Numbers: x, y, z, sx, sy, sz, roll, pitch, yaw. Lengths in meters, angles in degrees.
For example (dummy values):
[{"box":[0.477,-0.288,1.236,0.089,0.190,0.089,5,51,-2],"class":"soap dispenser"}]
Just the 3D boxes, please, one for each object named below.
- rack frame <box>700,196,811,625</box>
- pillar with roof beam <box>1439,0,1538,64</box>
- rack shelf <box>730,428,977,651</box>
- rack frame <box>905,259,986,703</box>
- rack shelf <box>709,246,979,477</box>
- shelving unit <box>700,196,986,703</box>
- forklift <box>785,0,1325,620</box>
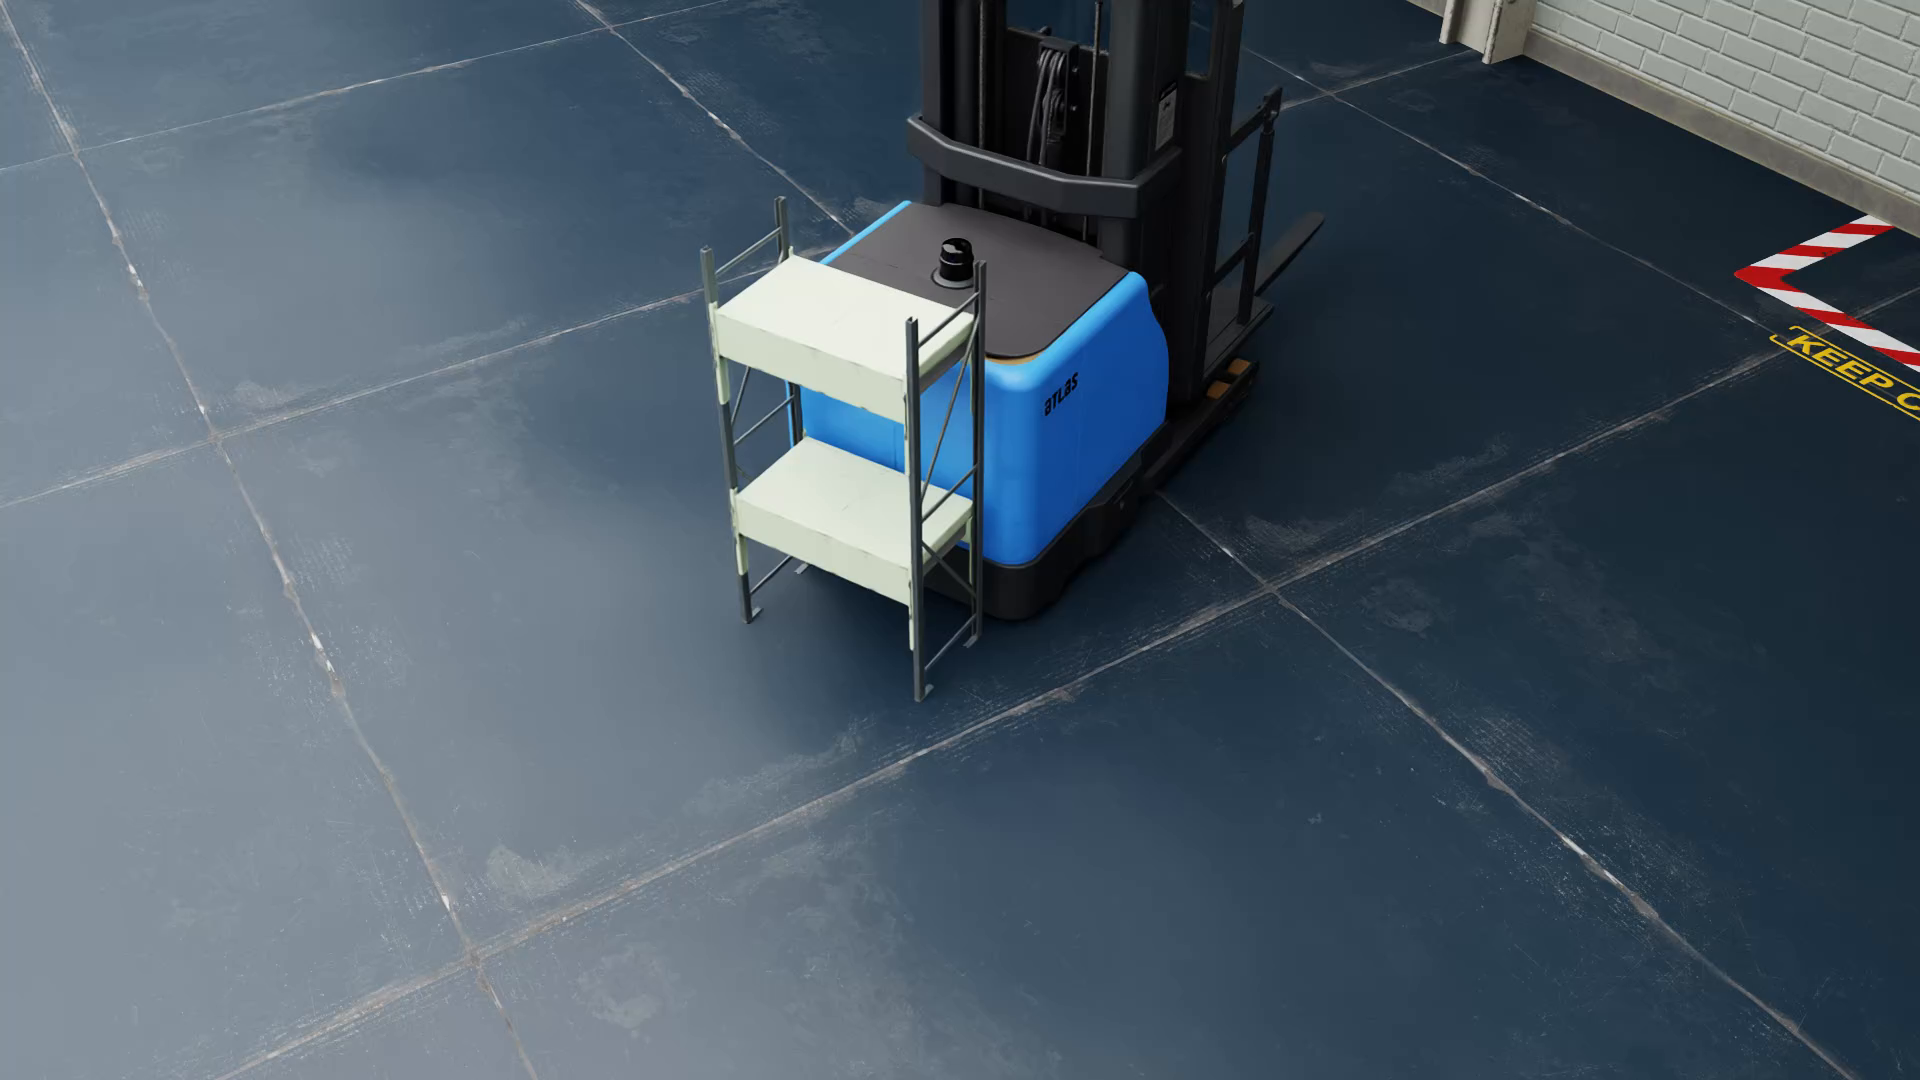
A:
[{"box":[-0.658,-0.388,5.544,0.023,1.500,0.400,22,45,24],"class":"rack frame"},{"box":[-0.582,-4.855,5.047,9.100,9.000,0.400,-22,45,-24],"class":"pillar with roof beam"},{"box":[-0.348,-0.013,5.603,0.720,0.370,0.431,22,45,24],"class":"rack shelf"},{"box":[-0.038,-0.139,5.245,0.023,1.500,0.400,22,45,24],"class":"rack frame"},{"box":[-0.348,-0.563,5.145,0.720,0.370,0.431,22,45,24],"class":"rack shelf"},{"box":[-0.348,-0.263,5.395,0.755,1.500,0.431,22,45,24],"class":"shelving unit"},{"box":[0.592,-1.762,6.074,1.130,2.935,3.031,22,45,25],"class":"forklift"}]
